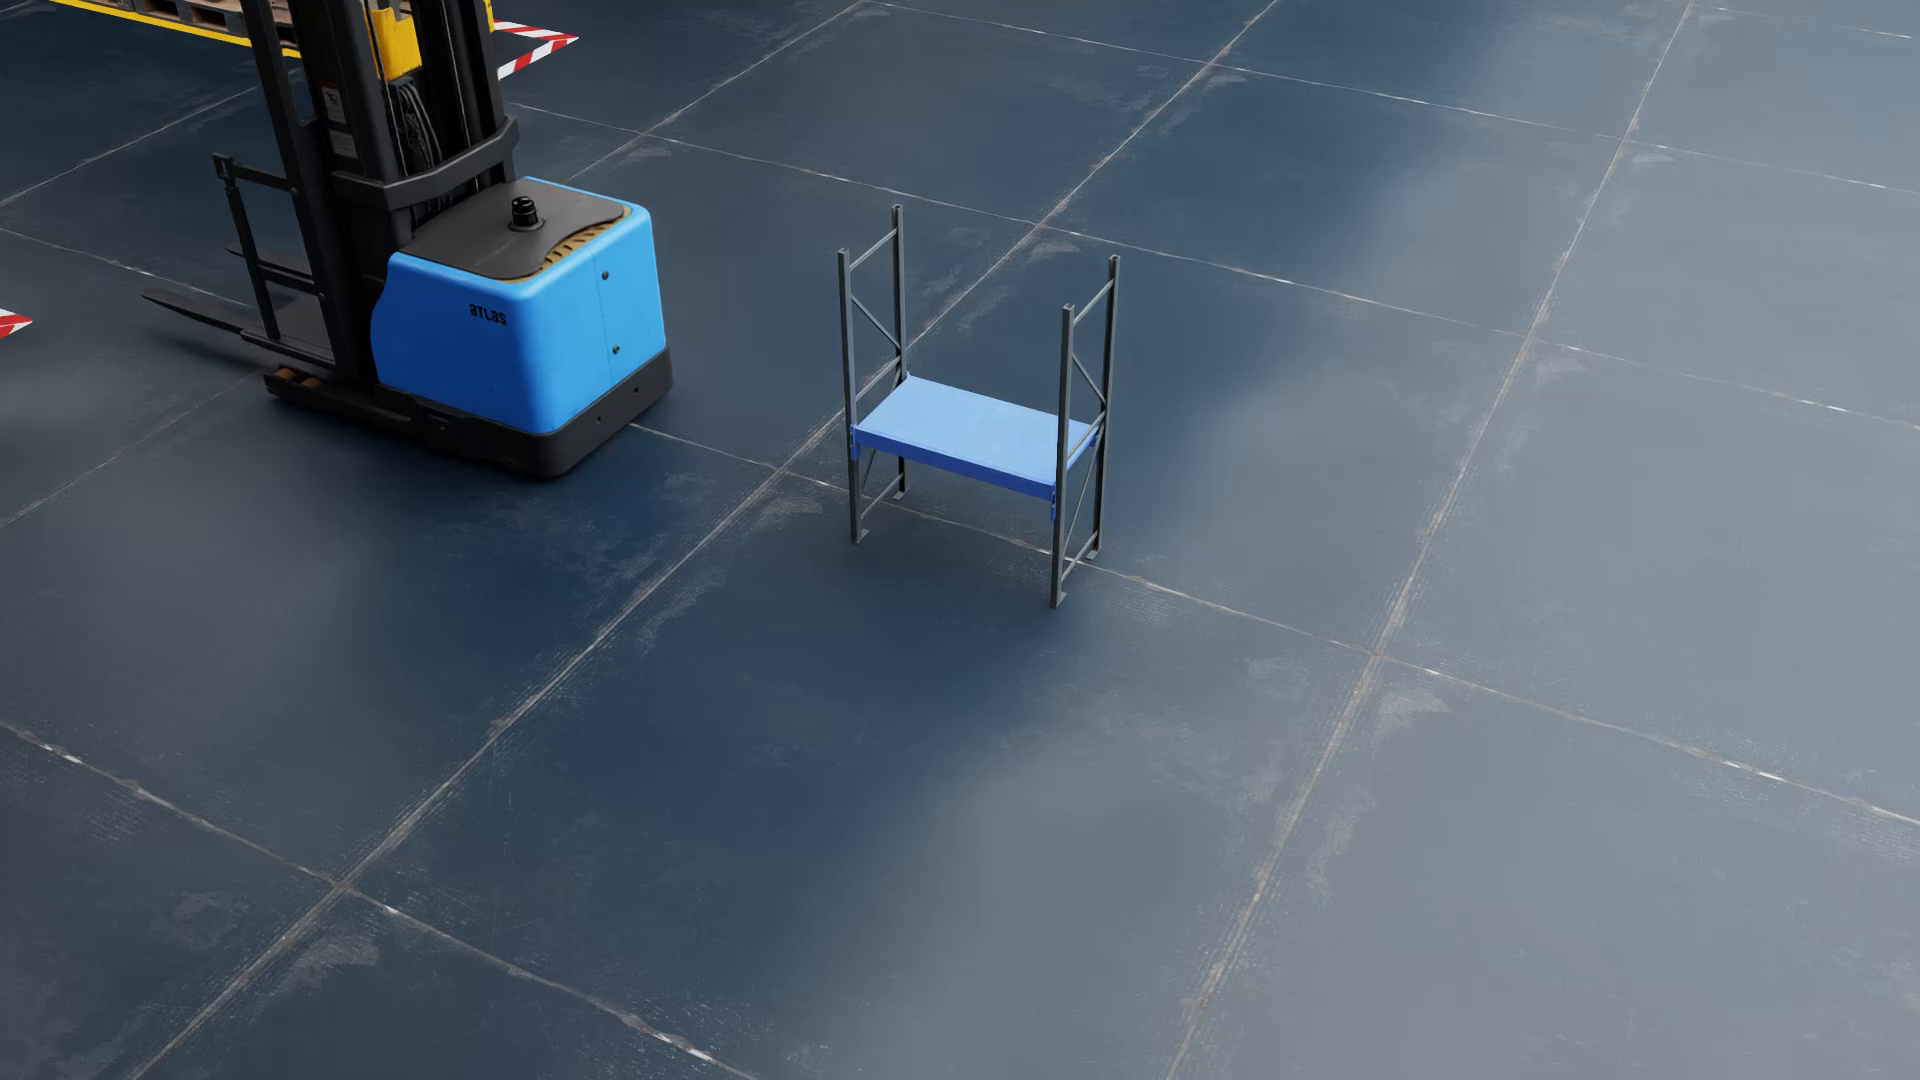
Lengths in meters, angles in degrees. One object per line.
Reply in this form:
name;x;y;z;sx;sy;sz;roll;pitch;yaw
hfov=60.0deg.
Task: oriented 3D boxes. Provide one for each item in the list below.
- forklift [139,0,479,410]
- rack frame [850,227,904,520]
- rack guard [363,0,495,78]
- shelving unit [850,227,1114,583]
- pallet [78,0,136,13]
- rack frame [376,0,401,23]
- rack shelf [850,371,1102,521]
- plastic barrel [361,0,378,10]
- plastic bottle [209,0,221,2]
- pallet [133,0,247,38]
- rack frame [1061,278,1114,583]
forklift;-3.041;-2.105;8.099;3.031;2.935;1.121;18;41;22
rack frame;-0.375;-0.716;7.453;0.013;1.308;0.475;17;41;21
rack guard;-4.038;-3.942;12.530;0.348;0.500;1.175;17;41;21
shelving unit;0.076;-0.574;7.265;1.030;1.308;0.538;17;41;21
pallet;-6.923;-4.734;13.812;1.213;0.211;1.003;17;41;21
rack frame;-3.949;-4.942;11.779;0.127;3.000;1.000;17;41;21
rack shelf;0.076;-0.430;7.374;1.000;0.185;0.538;17;41;21
plastic barrel;-4.568;-4.260;12.591;0.421;0.512;0.421;0;37;0
plastic bottle;-5.781;-4.278;12.855;0.097;0.201;0.097;0;37;0
pallet;-5.836;-4.396;13.366;1.213;0.211;1.003;17;41;21
rack frame;0.528;-0.433;7.080;0.013;1.308;0.475;17;41;21
